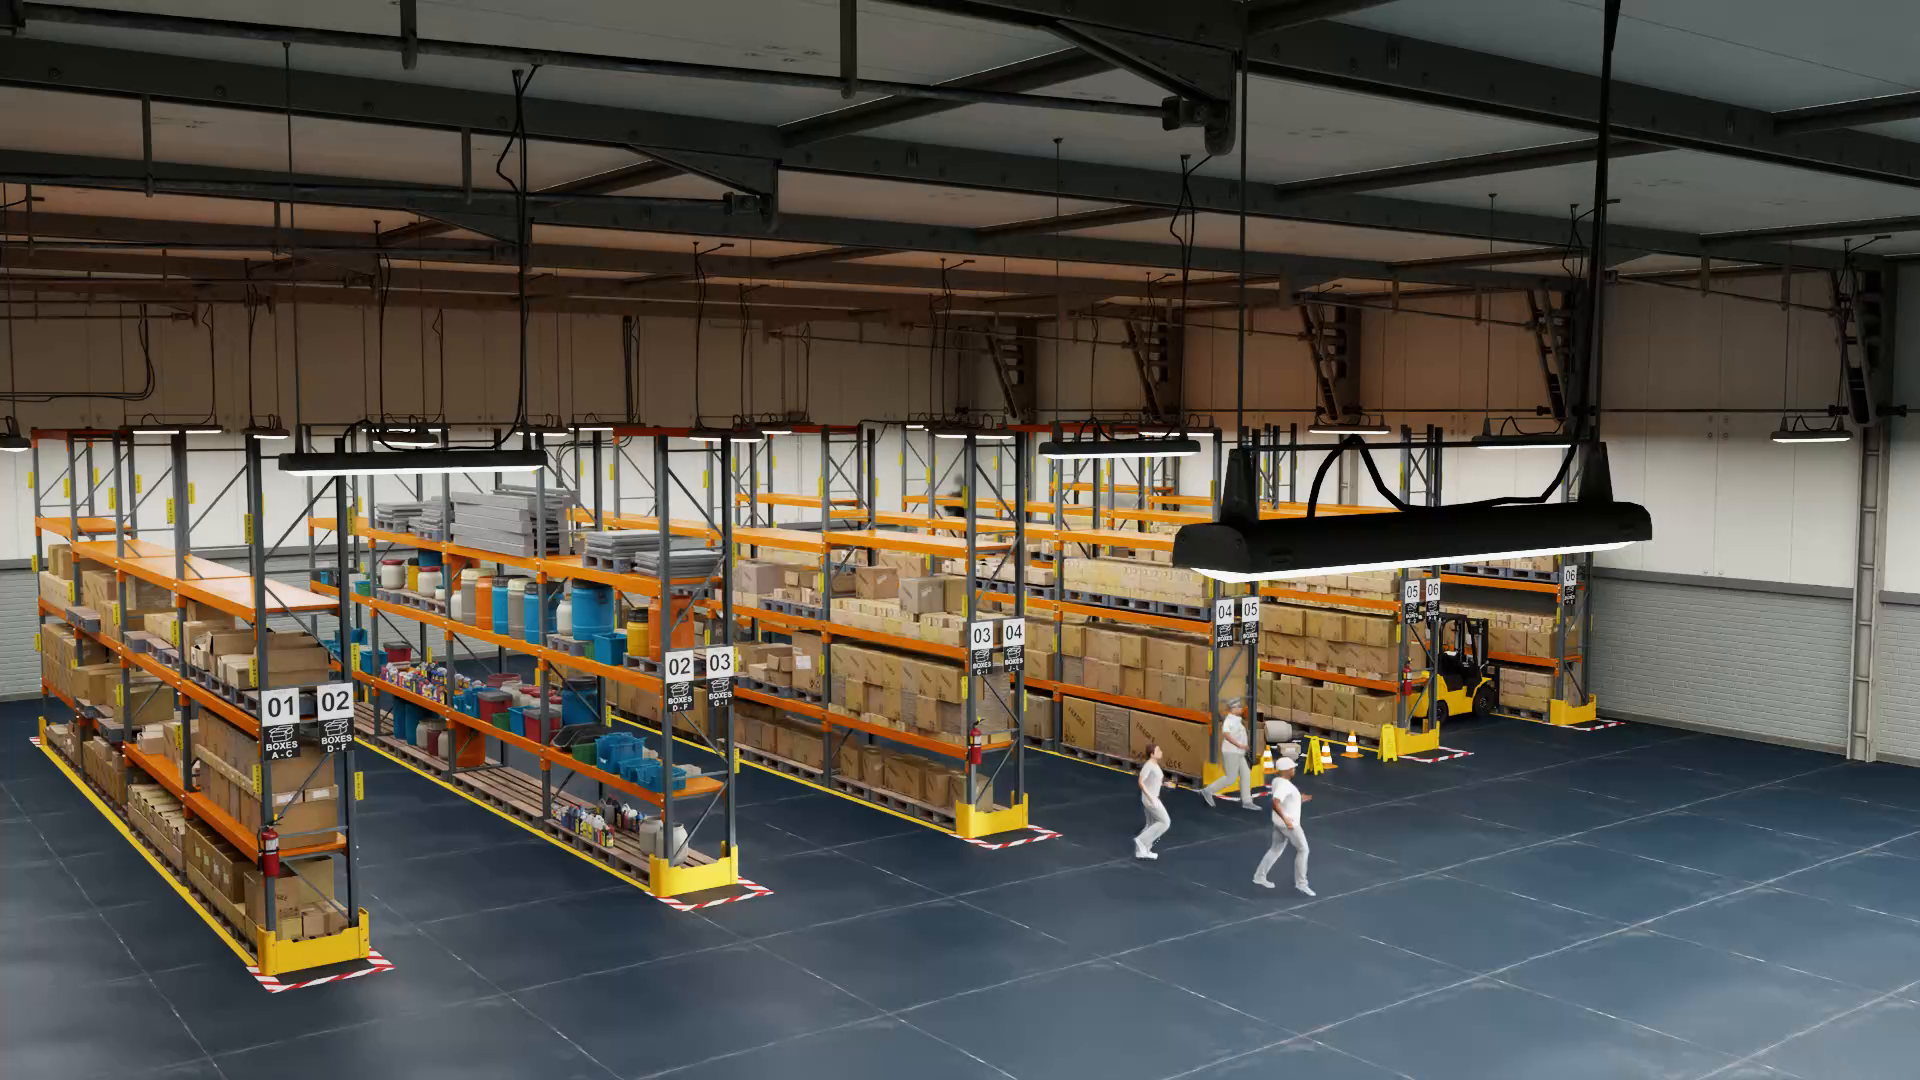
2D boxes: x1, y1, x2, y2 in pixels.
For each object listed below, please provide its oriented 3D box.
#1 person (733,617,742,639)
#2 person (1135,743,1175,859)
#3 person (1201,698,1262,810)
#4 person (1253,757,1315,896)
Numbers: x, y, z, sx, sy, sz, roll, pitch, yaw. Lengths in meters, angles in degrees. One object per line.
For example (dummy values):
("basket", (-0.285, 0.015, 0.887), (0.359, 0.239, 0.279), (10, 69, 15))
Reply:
("person", (-5.261, 2.525, 37.981), (0.684, 1.645, 0.882), (-3, 5, -30))
("person", (2.751, 3.672, 23.445), (0.558, 1.637, 0.551), (1, 5, 7))
("person", (4.363, 3.380, 26.422), (0.956, 1.744, 0.729), (2, 5, 19))
("person", (4.236, 3.739, 21.689), (0.797, 1.826, 0.682), (-1, 5, -11))
